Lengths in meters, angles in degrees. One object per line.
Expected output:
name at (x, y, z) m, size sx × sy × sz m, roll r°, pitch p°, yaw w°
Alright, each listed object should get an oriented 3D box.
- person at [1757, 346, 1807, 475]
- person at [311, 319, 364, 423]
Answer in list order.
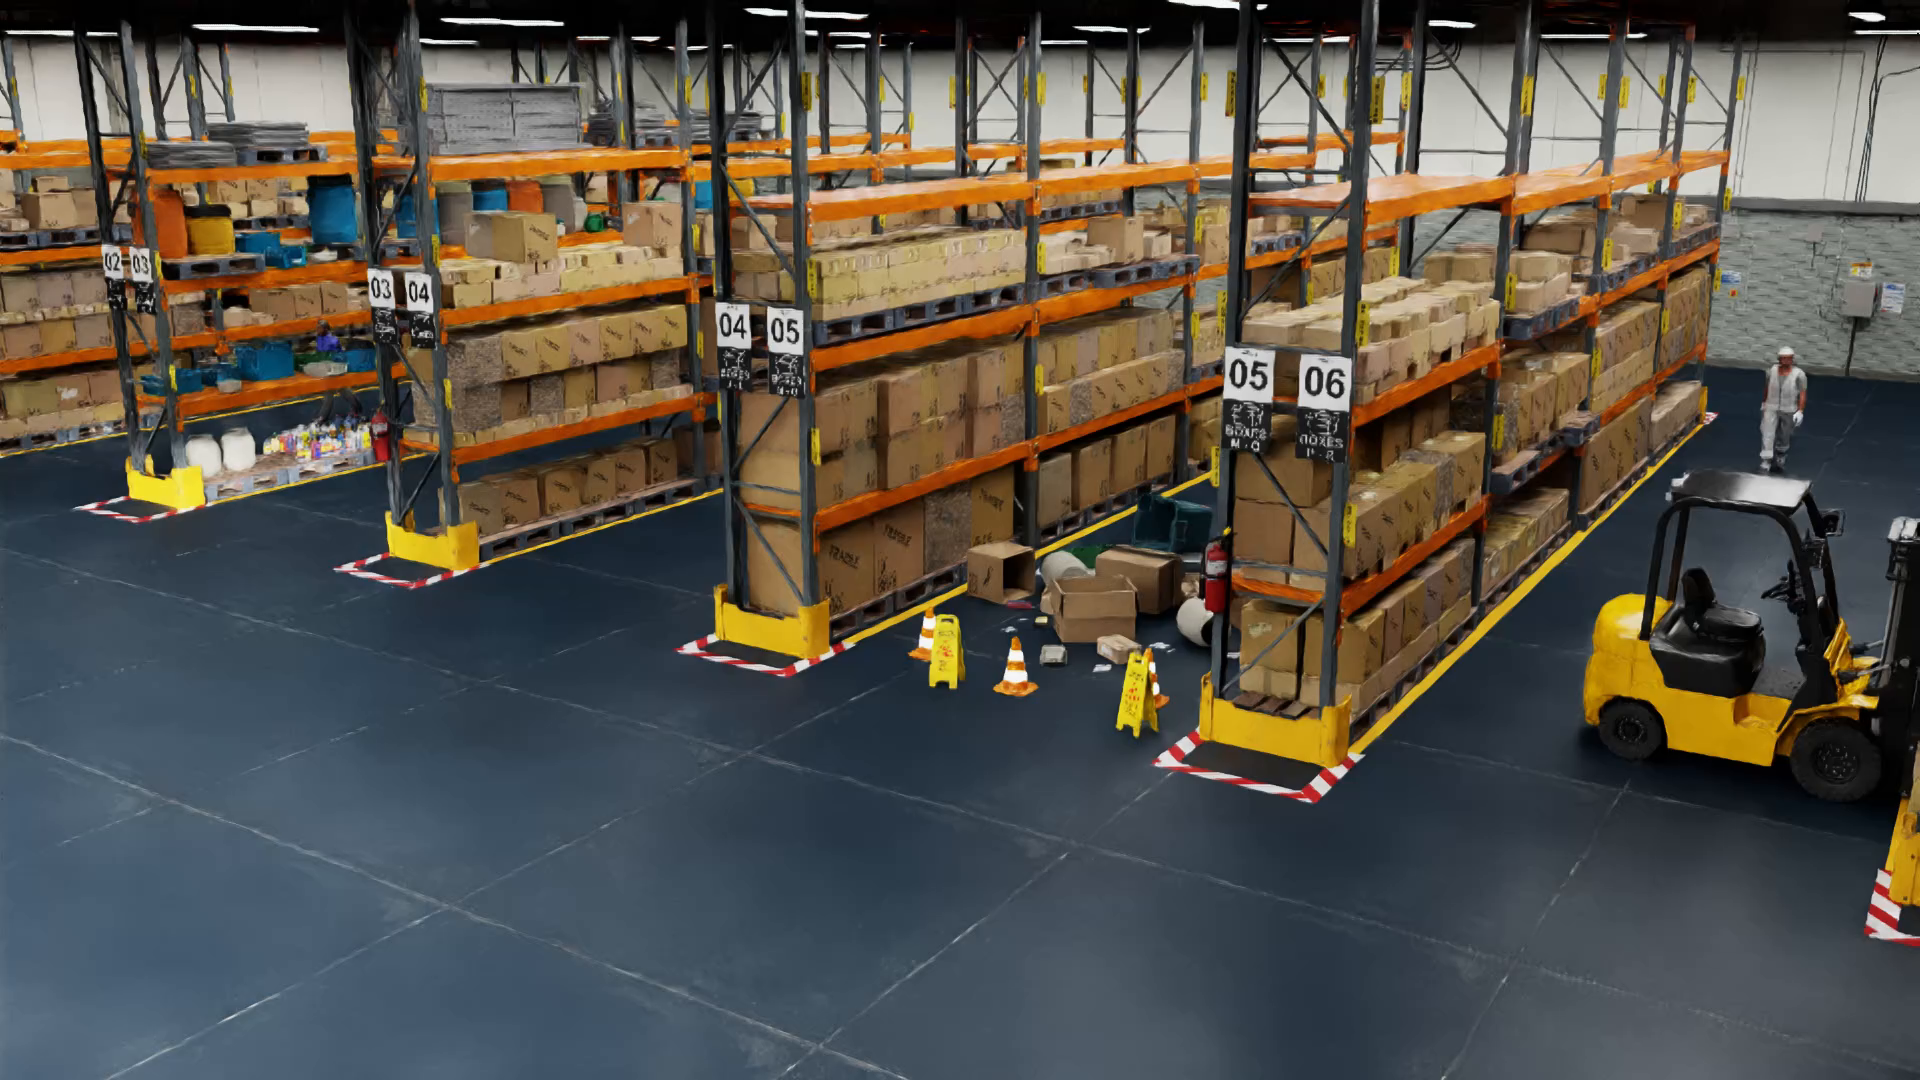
person at (10.961, -1.728, 22.192) m, size 0.564 × 1.736 × 1.045 m, roll 9°, pitch 18°, yaw 30°
person at (-9.736, -2.643, 25.723) m, size 0.447 × 1.574 × 1.088 m, roll 10°, pitch 19°, yaw 33°
